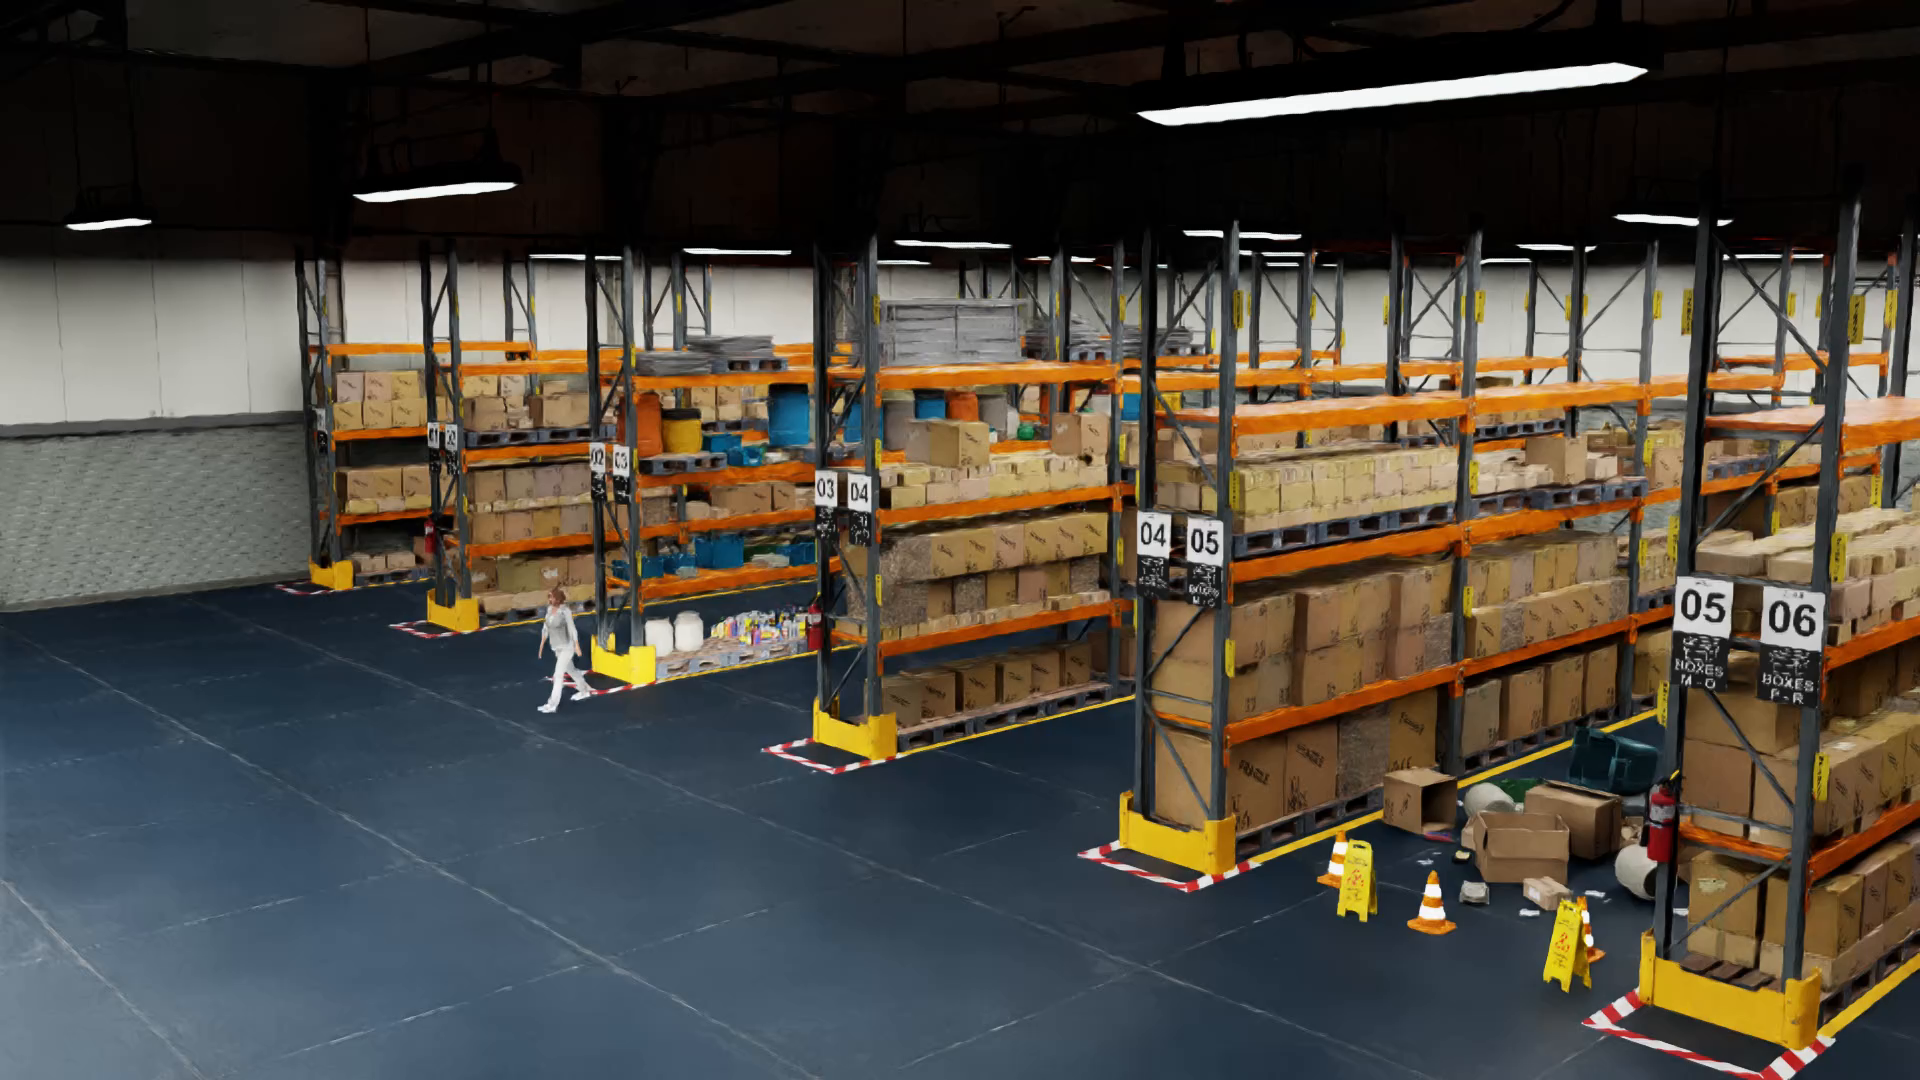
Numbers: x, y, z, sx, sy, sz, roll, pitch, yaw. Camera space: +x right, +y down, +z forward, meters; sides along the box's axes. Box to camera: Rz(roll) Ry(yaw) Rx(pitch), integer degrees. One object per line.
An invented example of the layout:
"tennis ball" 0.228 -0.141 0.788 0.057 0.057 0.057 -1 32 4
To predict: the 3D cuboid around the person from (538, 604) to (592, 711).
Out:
"person" -5.007 1.449 20.928 0.354 1.315 0.957 7 11 38
